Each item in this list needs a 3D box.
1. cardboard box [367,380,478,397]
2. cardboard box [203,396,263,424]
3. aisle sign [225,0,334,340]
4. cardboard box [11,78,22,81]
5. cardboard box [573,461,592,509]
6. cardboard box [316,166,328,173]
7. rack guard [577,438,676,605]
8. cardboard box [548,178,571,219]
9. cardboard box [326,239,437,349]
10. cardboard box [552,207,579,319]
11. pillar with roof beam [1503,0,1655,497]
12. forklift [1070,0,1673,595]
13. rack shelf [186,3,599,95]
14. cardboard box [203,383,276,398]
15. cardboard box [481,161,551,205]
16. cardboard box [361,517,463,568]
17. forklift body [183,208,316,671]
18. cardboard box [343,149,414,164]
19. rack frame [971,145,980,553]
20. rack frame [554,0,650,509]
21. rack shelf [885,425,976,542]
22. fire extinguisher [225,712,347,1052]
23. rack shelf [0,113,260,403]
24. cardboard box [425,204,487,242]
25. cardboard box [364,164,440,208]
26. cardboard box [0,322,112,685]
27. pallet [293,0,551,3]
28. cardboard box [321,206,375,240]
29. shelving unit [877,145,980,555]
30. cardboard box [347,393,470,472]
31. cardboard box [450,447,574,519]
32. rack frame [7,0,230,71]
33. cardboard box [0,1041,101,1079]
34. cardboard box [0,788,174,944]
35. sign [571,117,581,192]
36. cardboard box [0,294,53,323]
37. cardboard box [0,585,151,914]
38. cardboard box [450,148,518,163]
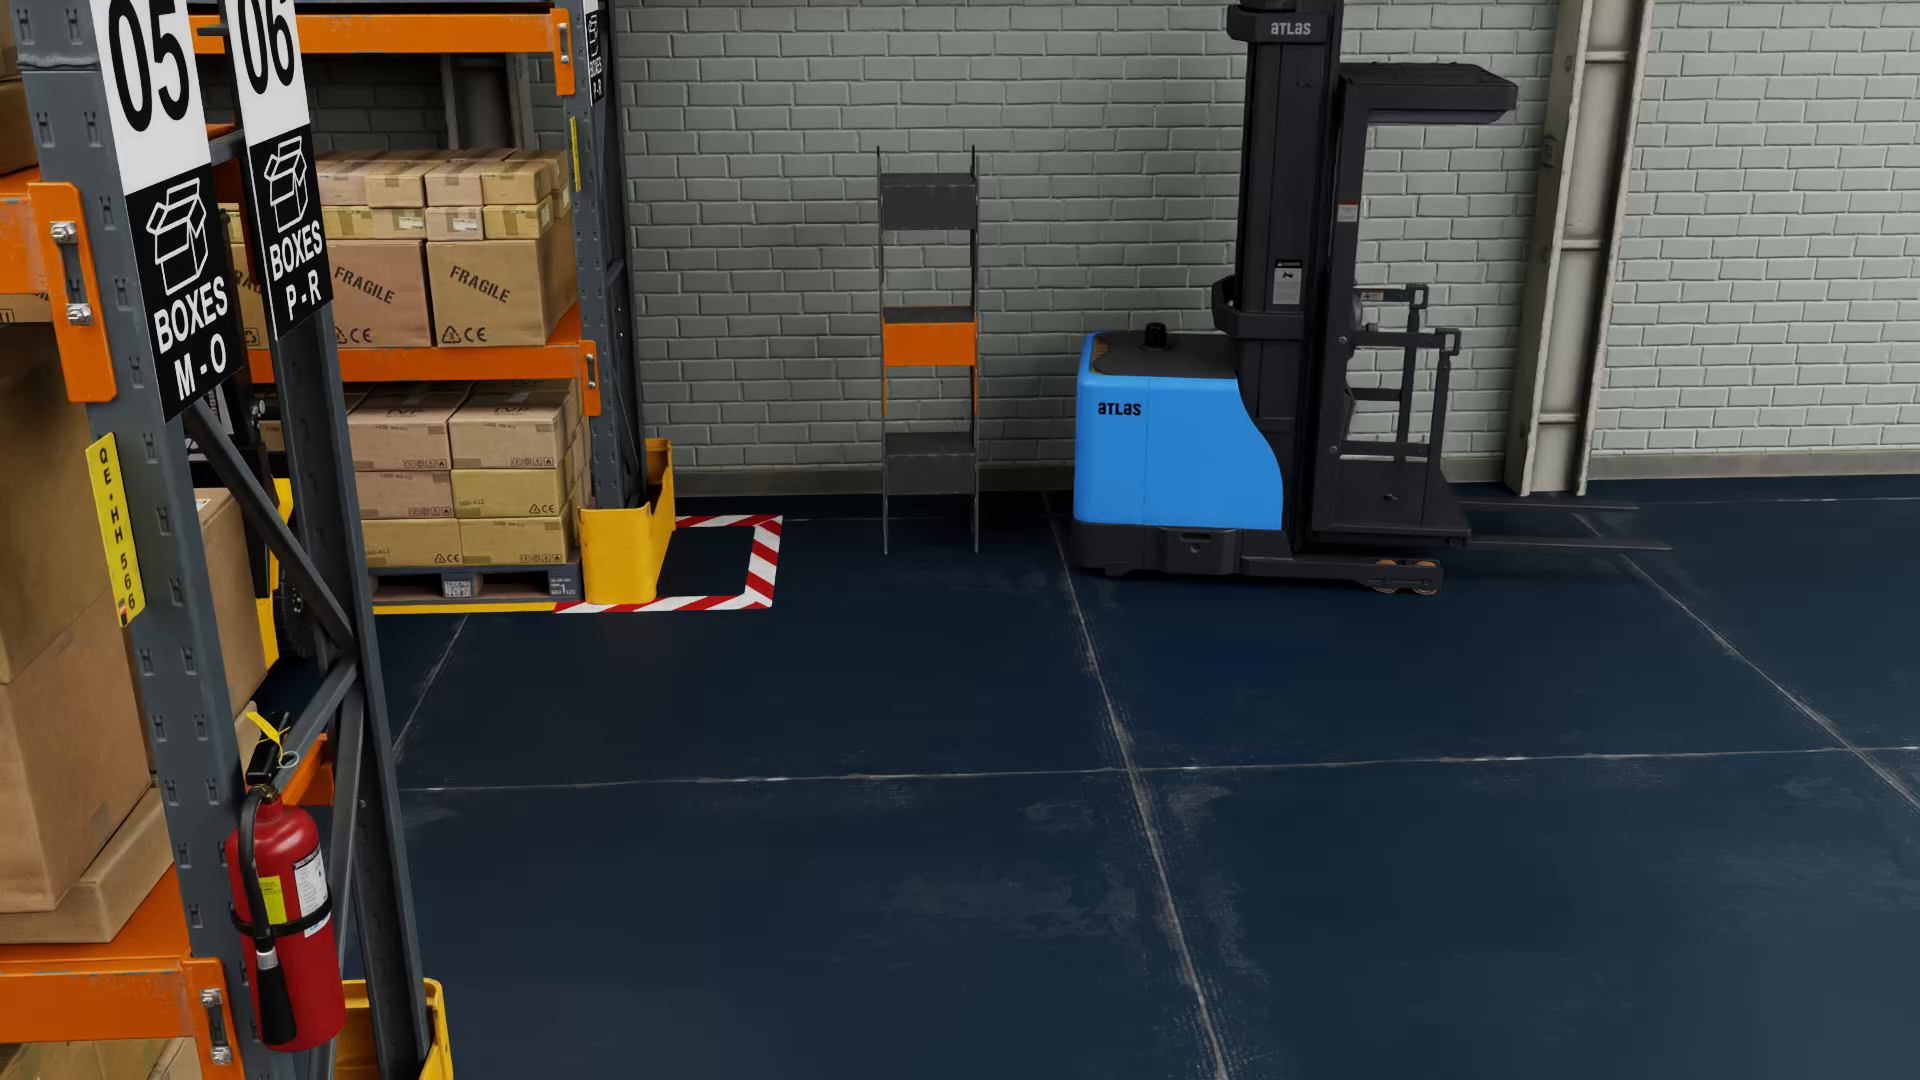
[{"bbox_3d":[-2.747,-0.713,8.646,0.500,0.250,0.500,-1,21,-3],"label":"cardboard box"},{"bbox_3d":[-3.718,-0.513,8.121,0.500,0.250,0.500,-2,21,-4],"label":"cardboard box"},{"bbox_3d":[-1.426,-0.851,3.487,0.004,0.787,0.394,-1,21,-3],"label":"aisle sign"},{"bbox_3d":[-1.820,-0.918,3.454,0.250,0.149,0.380,-1,21,-3],"label":"cardboard box"},{"bbox_3d":[-2.259,-0.259,8.859,0.500,0.250,0.500,-1,21,-3],"label":"cardboard box"},{"bbox_3d":[-3.114,-1.640,7.744,0.250,0.149,0.380,-1,21,-2],"label":"cardboard box"},{"bbox_3d":[-1.734,-0.120,8.735,0.348,0.500,1.175,-1,21,-3],"label":"rack guard"},{"bbox_3d":[-2.111,-1.723,8.379,0.250,0.149,0.380,-2,21,-4],"label":"cardboard box"},{"bbox_3d":[-2.752,-1.224,7.980,0.500,0.500,0.500,-1,21,-1],"label":"cardboard box"},{"bbox_3d":[-2.268,-1.423,8.503,0.500,0.500,0.500,0,21,-1],"label":"cardboard box"},{"bbox_3d":[3.732,-2.990,4.328,0.400,9.000,9.100,-1,21,-3],"label":"pillar with roof beam"},{"bbox_3d":[2.123,-1.293,8.397,3.031,2.935,1.130,2,21,6],"label":"forklift"},{"bbox_3d":[-3.754,-2.313,7.776,4.000,0.370,1.077,-1,21,-3],"label":"rack shelf"},{"bbox_3d":[-3.759,-0.698,8.608,0.500,0.250,0.500,-2,21,-4],"label":"cardboard box"},{"bbox_3d":[-2.103,-1.695,7.887,0.250,0.149,0.380,-1,21,-3],"label":"cardboard box"},{"bbox_3d":[-2.706,-0.071,8.365,0.500,0.250,0.500,-1,21,-3],"label":"cardboard box"},{"bbox_3d":[-3.547,-0.205,6.636,1.214,2.155,2.313,-1,21,-3],"label":"forklift body"},{"bbox_3d":[-2.879,-1.843,8.275,0.250,0.149,0.380,-1,21,-3],"label":"cardboard box"},{"bbox_3d":[0.078,-0.983,8.752,0.015,2.100,0.400,-1,21,-3],"label":"rack frame"},{"bbox_3d":[-1.758,-1.288,8.288,0.127,3.000,1.000,-1,21,-3],"label":"rack frame"},{"bbox_3d":[-0.165,-0.311,8.992,0.480,0.518,0.431,-1,21,-3],"label":"rack shelf"},{"bbox_3d":[-1.330,0.673,3.247,0.183,0.674,0.296,-1,21,-3],"label":"fire extinguisher"},{"bbox_3d":[-3.467,-0.550,3.145,4.000,0.370,1.077,-1,21,-3],"label":"rack shelf"},{"bbox_3d":[-2.341,-1.516,7.834,0.250,0.149,0.380,-1,21,-2],"label":"cardboard box"},{"bbox_3d":[-2.607,-1.664,7.805,0.250,0.149,0.380,-1,21,-2],"label":"cardboard box"},{"bbox_3d":[-1.968,-0.090,3.178,0.500,0.500,0.700,-2,21,-4],"label":"cardboard box"},{"bbox_3d":[-2.465,-2.643,7.757,1.213,0.211,1.003,-1,21,-3],"label":"pallet"},{"bbox_3d":[-2.852,-1.531,7.875,0.250,0.149,0.380,-1,21,-3],"label":"cardboard box"},{"bbox_3d":[-0.165,-0.978,8.739,0.503,2.100,0.431,-1,21,-3],"label":"shelving unit"},{"bbox_3d":[-2.709,-0.534,8.177,0.500,0.250,0.500,-1,21,-2],"label":"cardboard box"},{"bbox_3d":[-2.226,-0.312,8.296,0.500,0.250,0.500,-1,21,-4],"label":"cardboard box"},{"bbox_3d":[-1.470,-2.329,2.590,0.127,3.000,1.000,-1,21,-3],"label":"rack frame"},{"bbox_3d":[-2.255,1.322,3.652,0.500,0.500,0.500,-1,21,-3],"label":"cardboard box"},{"bbox_3d":[-1.832,0.676,3.483,0.250,0.149,0.380,0,21,-1],"label":"cardboard box"},{"bbox_3d":[-1.740,-1.747,7.533,0.005,0.325,0.100,-1,21,-3],"label":"sign"},{"bbox_3d":[-4.269,-1.197,7.909,0.500,0.500,0.500,-1,21,-4],"label":"cardboard box"},{"bbox_3d":[-1.997,0.398,3.301,0.500,0.500,0.500,-2,21,-4],"label":"cardboard box"},{"bbox_3d":[-2.374,-1.863,8.328,0.250,0.149,0.380,0,21,-1],"label":"cardboard box"}]
